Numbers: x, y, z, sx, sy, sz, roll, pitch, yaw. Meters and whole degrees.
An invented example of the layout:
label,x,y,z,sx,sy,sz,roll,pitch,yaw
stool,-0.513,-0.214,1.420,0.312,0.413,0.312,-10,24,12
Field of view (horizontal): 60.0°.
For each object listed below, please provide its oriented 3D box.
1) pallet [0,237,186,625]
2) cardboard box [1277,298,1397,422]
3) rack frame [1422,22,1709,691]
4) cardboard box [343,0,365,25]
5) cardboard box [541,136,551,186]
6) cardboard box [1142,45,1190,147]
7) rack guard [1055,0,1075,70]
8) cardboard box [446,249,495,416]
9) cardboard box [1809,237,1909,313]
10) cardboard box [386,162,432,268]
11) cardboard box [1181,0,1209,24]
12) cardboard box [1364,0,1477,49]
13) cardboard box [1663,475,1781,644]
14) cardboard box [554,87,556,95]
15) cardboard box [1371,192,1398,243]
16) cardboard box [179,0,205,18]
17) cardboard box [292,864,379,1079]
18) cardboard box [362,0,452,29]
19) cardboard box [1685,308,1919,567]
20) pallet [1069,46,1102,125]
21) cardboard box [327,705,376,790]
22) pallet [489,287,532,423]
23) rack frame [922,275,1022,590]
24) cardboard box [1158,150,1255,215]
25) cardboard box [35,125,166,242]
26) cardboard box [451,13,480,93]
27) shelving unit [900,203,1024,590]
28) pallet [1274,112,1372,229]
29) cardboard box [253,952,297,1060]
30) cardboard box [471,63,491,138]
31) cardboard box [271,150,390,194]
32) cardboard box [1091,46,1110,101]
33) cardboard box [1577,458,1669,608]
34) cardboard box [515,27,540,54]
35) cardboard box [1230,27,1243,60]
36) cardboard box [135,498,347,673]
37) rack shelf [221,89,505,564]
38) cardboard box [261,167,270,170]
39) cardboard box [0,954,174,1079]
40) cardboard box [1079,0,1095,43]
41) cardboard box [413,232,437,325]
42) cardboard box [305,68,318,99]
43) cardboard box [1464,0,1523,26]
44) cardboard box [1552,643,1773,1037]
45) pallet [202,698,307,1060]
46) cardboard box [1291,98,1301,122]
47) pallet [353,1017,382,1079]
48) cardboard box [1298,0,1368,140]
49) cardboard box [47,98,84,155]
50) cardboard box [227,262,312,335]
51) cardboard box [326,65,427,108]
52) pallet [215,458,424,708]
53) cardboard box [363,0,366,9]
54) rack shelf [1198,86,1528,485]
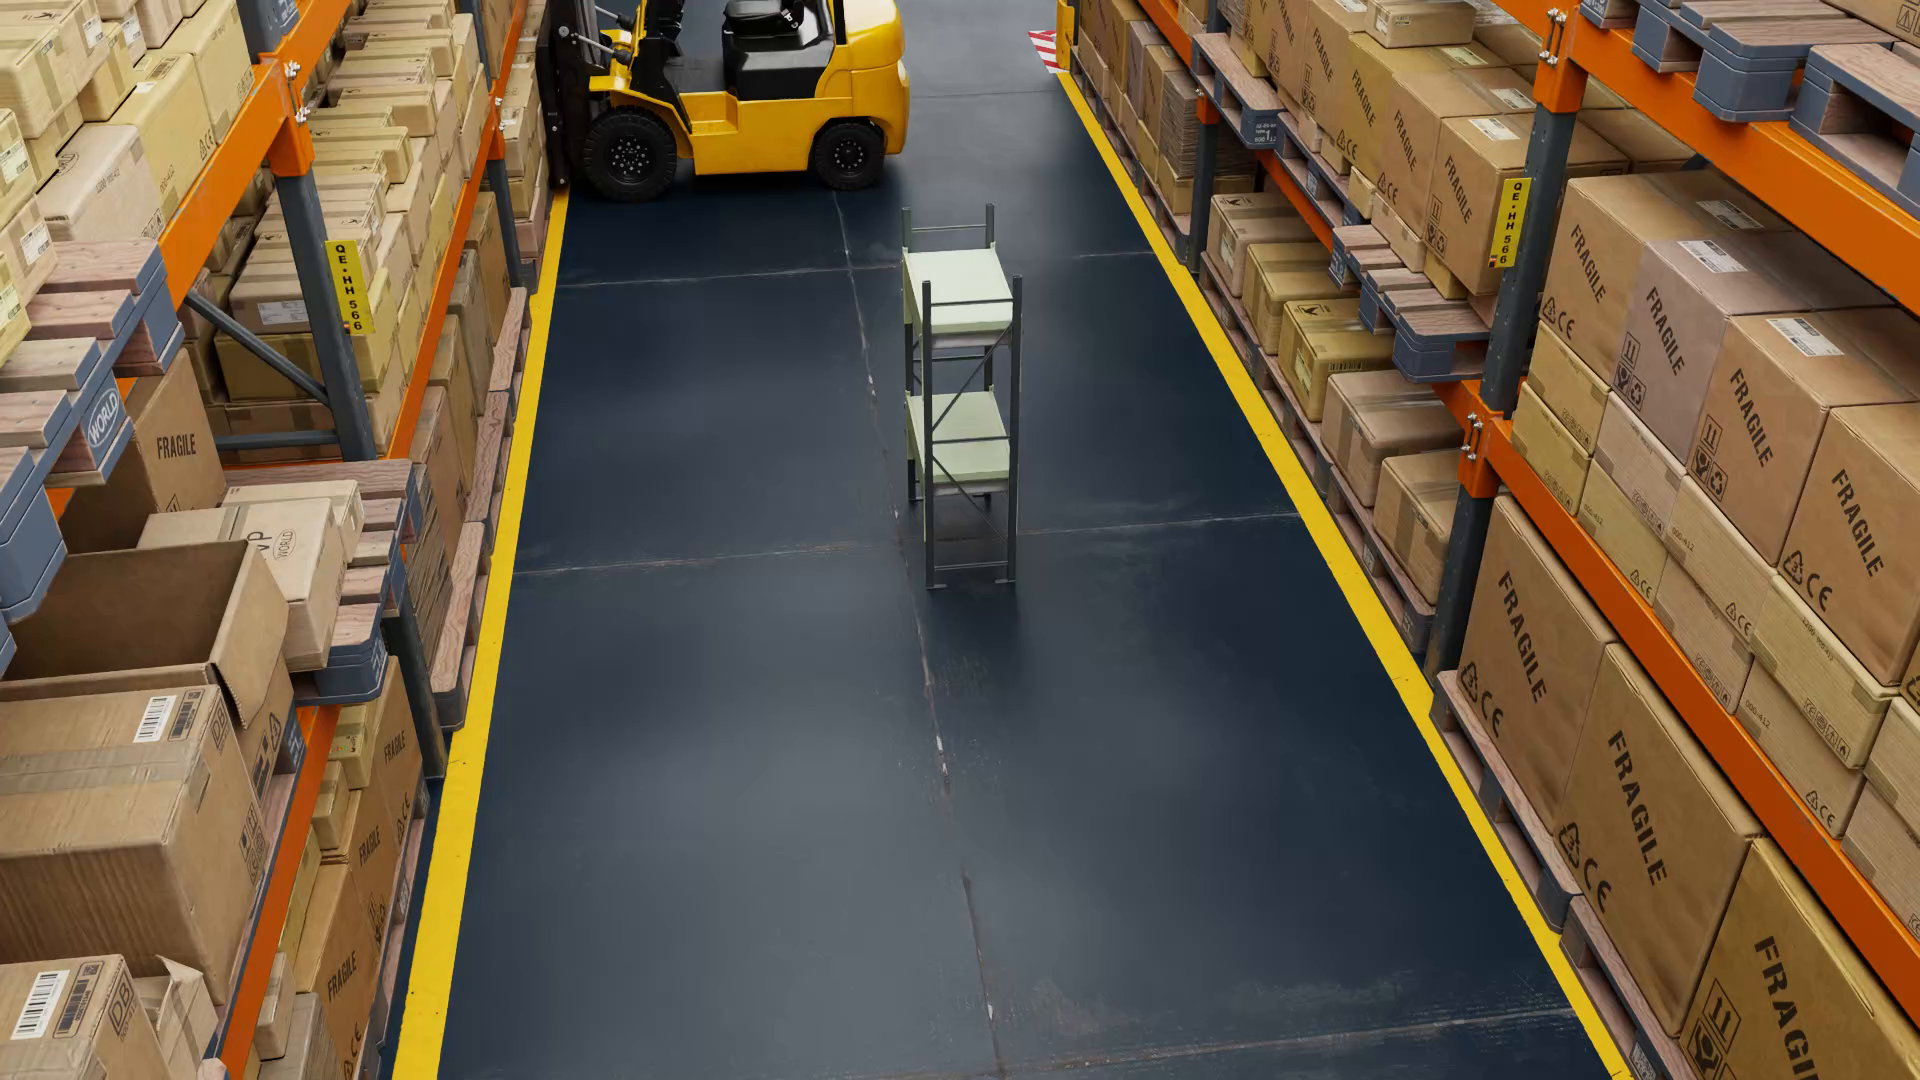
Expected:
label,x,y,z,sx,sy,sz,roll,pitch,yaw
pallet,-2.108,-0.190,2.869,1.213,0.211,1.003,-4,35,-6
cardboard box,2.163,-0.929,8.410,0.950,0.372,0.625,-3,34,-5
rack frame,2.432,-0.691,6.100,1.000,3.000,0.127,-4,35,-6
cardboard box,-3.189,-2.642,8.298,0.380,0.149,0.250,-5,35,-7
cardboard box,-2.929,-2.445,10.743,0.500,0.250,0.500,-4,34,-6
cardboard box,1.479,-2.864,10.691,0.500,0.500,0.500,-4,34,-6
rack guard,1.367,-4.080,13.292,1.175,0.500,0.348,-4,35,-6
cardboard box,-2.846,-1.013,8.309,0.875,0.625,0.625,-5,35,-7
cardboard box,2.838,-0.591,4.977,0.500,0.500,0.500,-4,34,-6
cardboard box,-2.422,-1.296,6.678,0.500,0.250,0.500,-5,35,-8
cardboard box,1.588,-3.316,9.600,0.500,0.500,0.500,-5,35,-8
cardboard box,1.933,-2.188,6.995,0.380,0.149,0.250,-6,35,-9
cardboard box,2.379,0.034,4.726,0.500,0.250,0.500,-4,35,-7
cardboard box,-3.039,-3.206,11.415,0.500,0.250,0.500,-5,35,-7
cardboard box,1.943,-1.348,6.914,0.380,0.149,0.250,-6,35,-9
cardboard box,-2.199,-1.475,4.367,0.380,0.149,0.250,-4,34,-5
cardboard box,-2.086,1.338,4.969,0.500,0.500,0.500,-3,34,-4
cardboard box,-2.705,-2.538,8.145,0.380,0.149,0.250,-5,35,-7
cardboard box,2.387,-0.285,4.529,0.500,0.500,0.500,-3,34,-5
pallet,1.441,-3.504,12.705,1.003,0.211,1.213,-4,35,-6
cardboard box,-2.101,0.685,5.352,0.380,0.149,0.250,-6,35,-9
pallet,-2.886,-0.984,9.007,1.003,0.211,1.213,-4,35,-6
rack frame,0.048,-0.419,7.033,0.400,1.500,0.023,-4,35,-6
cardboard box,1.549,-2.270,10.486,0.500,0.250,0.500,-3,34,-4
cardboard box,-2.040,-0.663,3.528,0.500,0.250,0.500,-4,35,-6
cardboard box,-2.704,-2.435,8.348,0.500,0.250,0.500,-5,35,-7
shelving unit,-0.001,-0.623,7.333,0.431,1.500,0.755,-4,35,-6
pallet,2.126,-1.713,7.770,1.003,0.211,1.213,-4,35,-6
cardboard box,-2.018,1.277,4.483,0.380,0.149,0.250,-6,35,-9
cardboard box,-2.697,-2.221,8.479,0.500,0.250,0.500,-4,34,-5
cardboard box,-2.445,-1.395,6.469,0.380,0.149,0.250,-4,34,-6
cardboard box,1.252,-3.436,12.197,0.500,0.250,0.500,-3,34,-5
cardboard box,2.336,-0.051,5.295,0.500,0.250,0.500,-5,35,-8
cardboard box,-2.978,-3.145,10.883,0.500,0.250,0.500,-5,35,-7
cardboard box,1.656,-2.660,8.840,0.380,0.149,0.250,-4,34,-6
cardboard box,-2.023,0.140,4.641,0.500,0.250,0.500,-6,35,-9
rack shelf,-2.755,-1.131,7.385,1.077,0.370,4.000,-4,35,-6
cardboard box,-3.017,-1.533,7.025,0.500,0.250,0.500,-5,35,-7
cardboard box,-1.861,1.129,2.968,0.700,0.500,0.500,-4,34,-6
cardboard box,1.195,-4.018,12.385,0.500,0.500,0.500,-5,35,-8
cardboard box,-2.442,-1.085,6.811,0.500,0.250,0.500,-5,35,-8
cardboard box,-3.109,-2.067,7.454,0.380,0.149,0.250,-4,35,-6
cardboard box,2.387,-2.163,7.534,0.500,0.500,0.500,-6,35,-8
cardboard box,2.559,0.904,5.274,0.875,0.875,0.875,-4,34,-6
pallet,-2.220,0.852,4.007,1.003,0.211,1.213,-4,35,-6
cardboard box,1.819,-2.083,7.993,0.380,0.149,0.250,-4,34,-6
pallet,-2.262,1.938,4.718,1.003,0.211,1.213,-4,35,-6
cardboard box,1.874,-2.135,7.493,0.500,0.500,0.500,-6,35,-8
cardboard box,-2.113,-0.902,3.526,0.380,0.149,0.250,-4,34,-6
cardboard box,-2.237,-0.822,5.628,0.380,0.149,0.250,-3,34,-5
cardboard box,-2.556,-1.970,7.312,0.380,0.149,0.250,-4,34,-6
pallet,-2.325,0.140,5.052,1.213,0.211,1.003,-4,35,-6
cardboard box,-3.352,-2.816,9.130,0.500,0.500,0.500,-5,35,-7
rack shelf,2.163,-1.509,7.940,1.077,0.370,4.000,-4,35,-6
